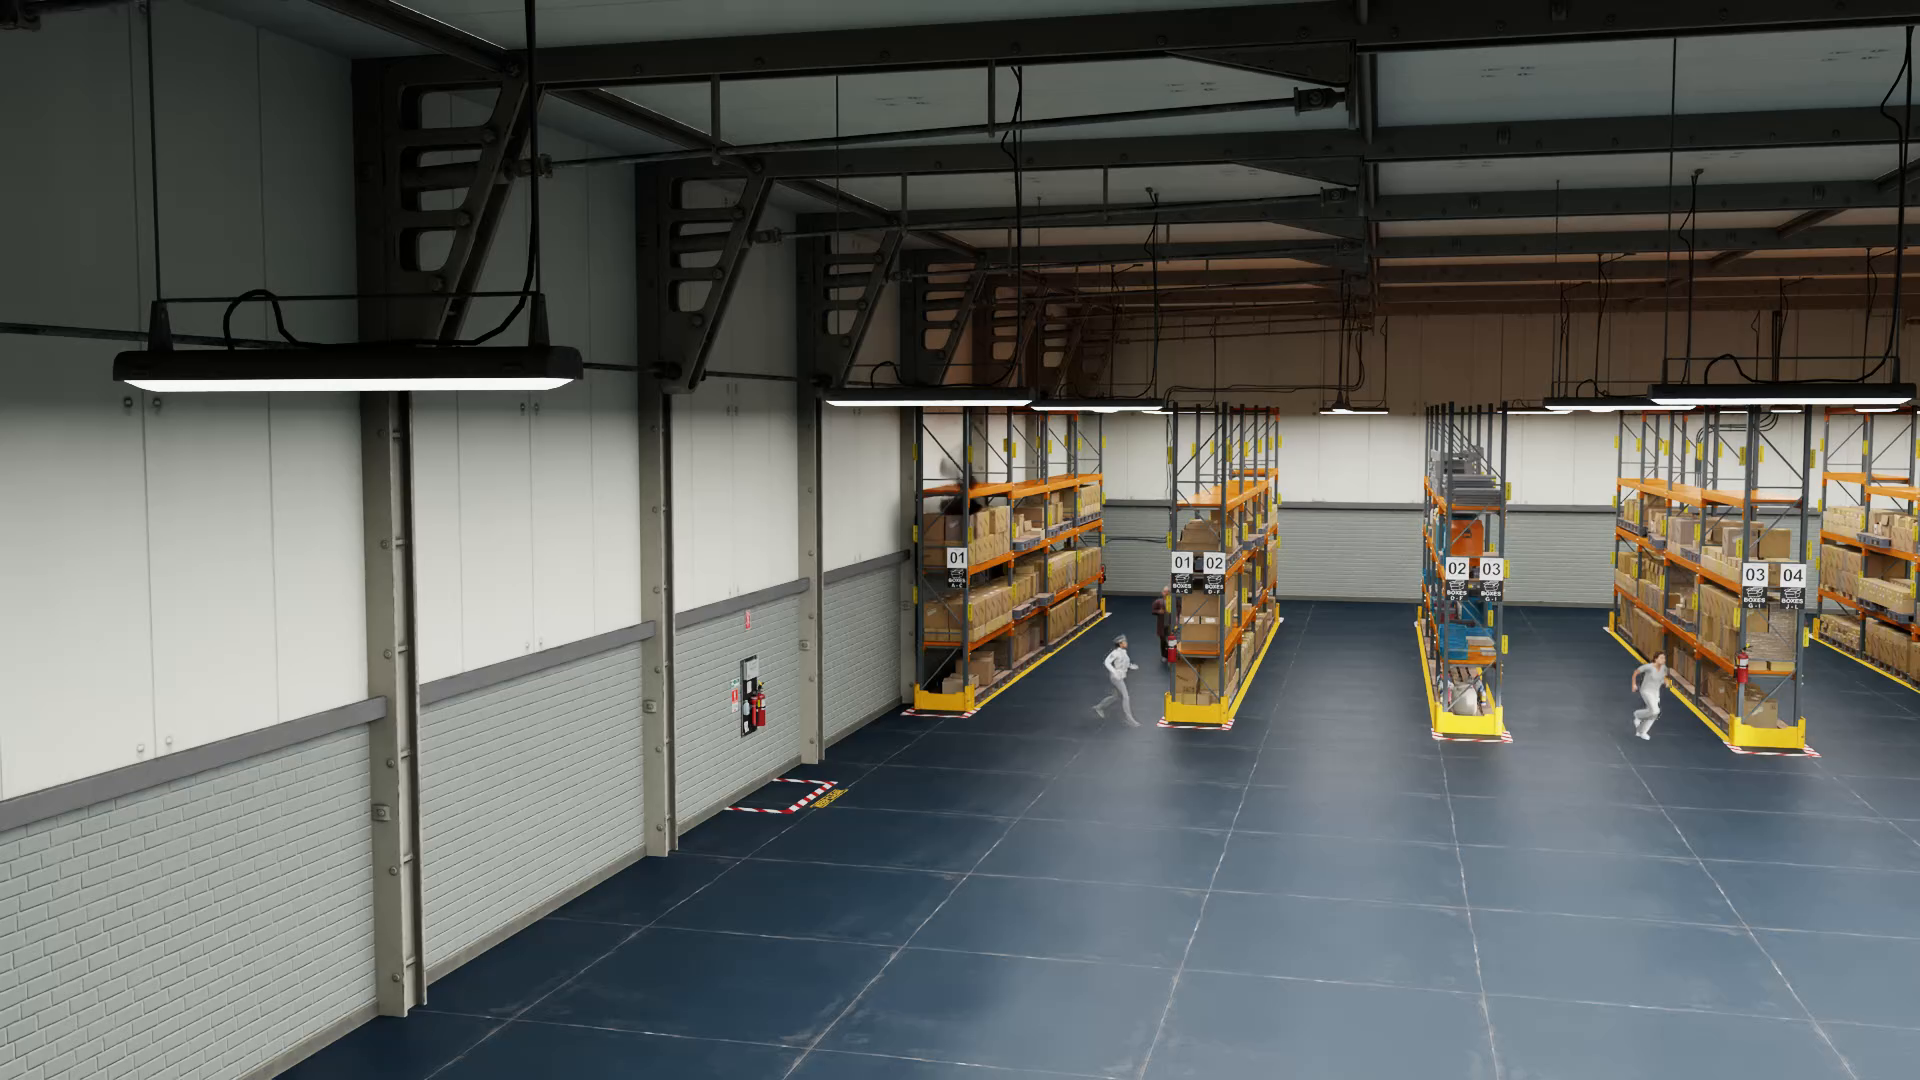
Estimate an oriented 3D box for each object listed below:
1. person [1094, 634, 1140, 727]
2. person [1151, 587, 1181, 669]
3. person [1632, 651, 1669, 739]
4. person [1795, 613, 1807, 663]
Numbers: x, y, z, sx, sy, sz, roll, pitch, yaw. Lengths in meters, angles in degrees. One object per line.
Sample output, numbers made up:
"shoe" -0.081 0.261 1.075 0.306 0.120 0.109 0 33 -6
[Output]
"person" 2.914 2.591 30.916 0.926 1.706 0.629 2 5 22
"person" 4.745 1.991 38.316 0.697 1.826 0.916 1 4 7
"person" 12.303 2.753 29.581 0.547 1.596 0.681 -2 5 -25
"person" 18.770 2.132 37.379 0.535 1.661 0.562 1 4 15
